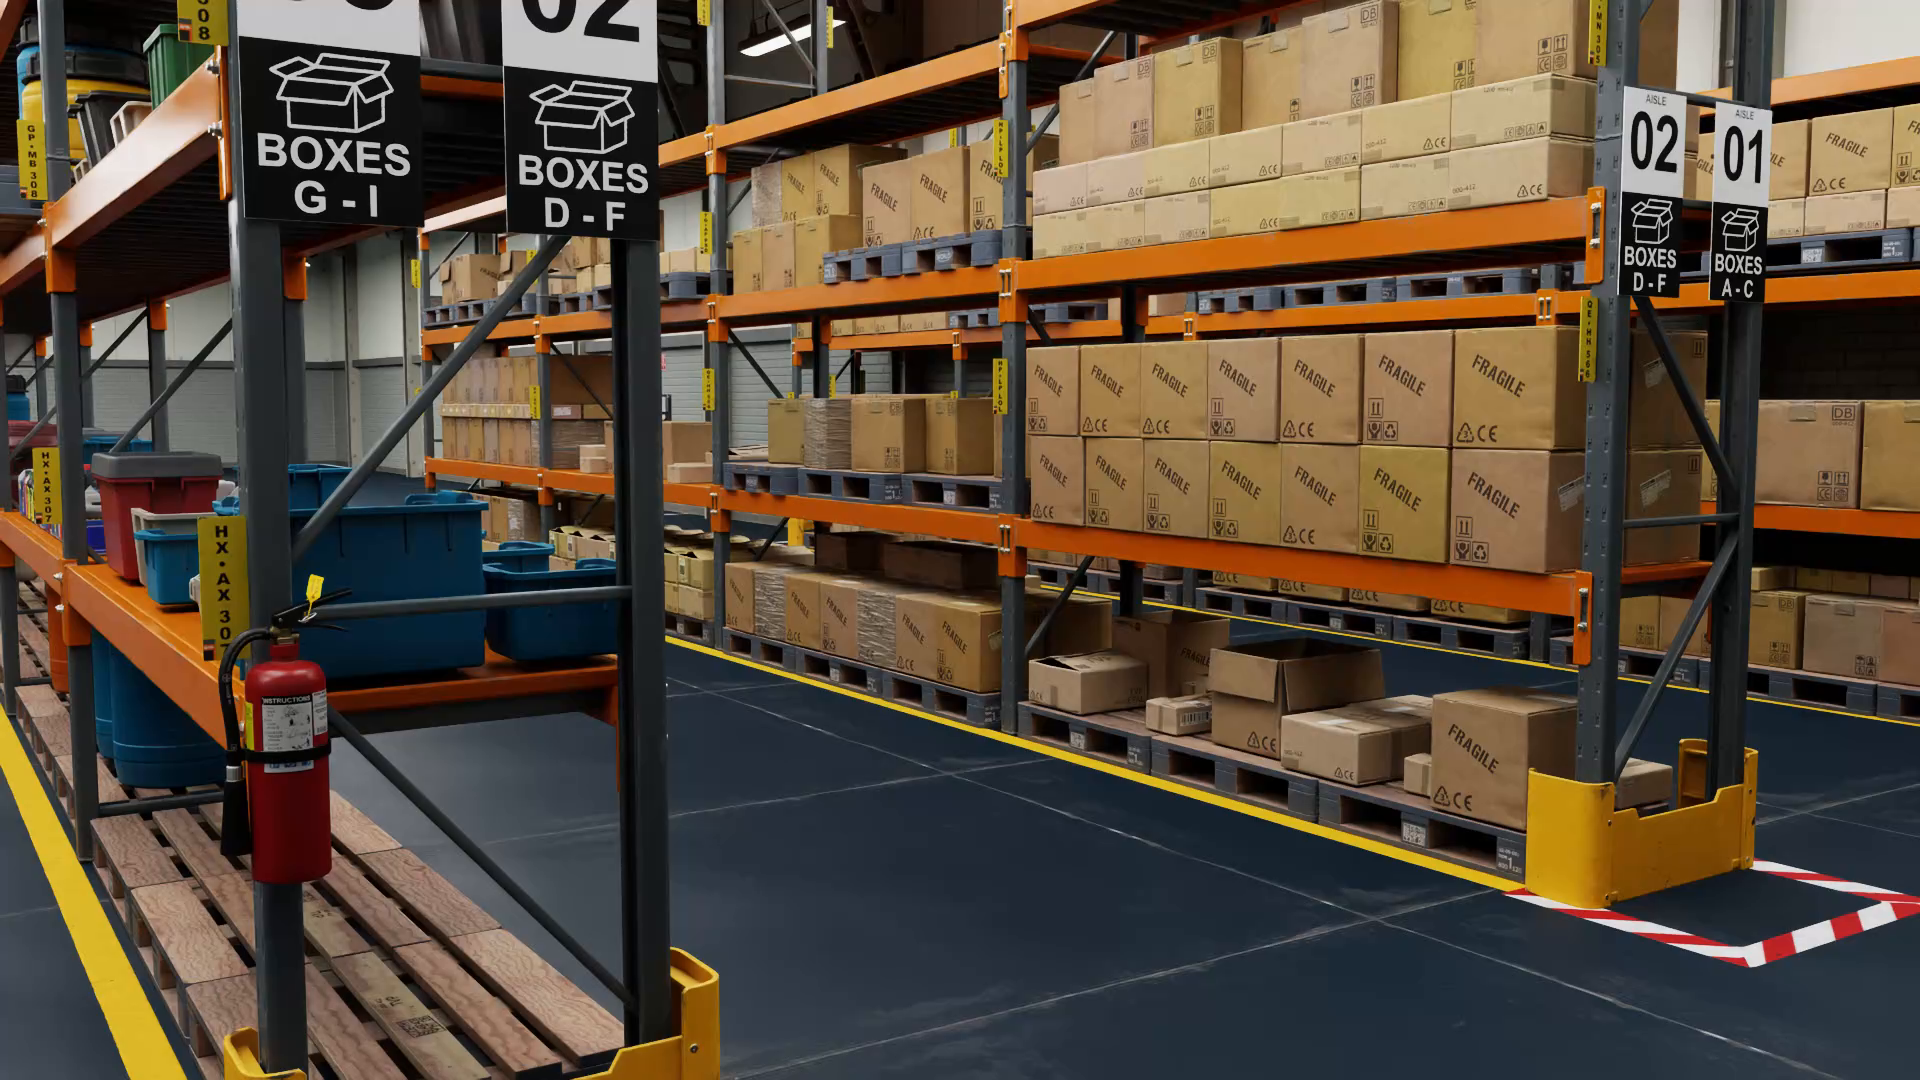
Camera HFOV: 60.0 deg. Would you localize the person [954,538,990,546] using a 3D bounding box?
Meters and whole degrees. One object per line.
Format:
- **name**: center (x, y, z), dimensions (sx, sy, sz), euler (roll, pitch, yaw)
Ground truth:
- **person**: center (0.103, -0.162, 15.977), dimensions (0.424, 1.593, 0.427), euler (0, 5, 4)
